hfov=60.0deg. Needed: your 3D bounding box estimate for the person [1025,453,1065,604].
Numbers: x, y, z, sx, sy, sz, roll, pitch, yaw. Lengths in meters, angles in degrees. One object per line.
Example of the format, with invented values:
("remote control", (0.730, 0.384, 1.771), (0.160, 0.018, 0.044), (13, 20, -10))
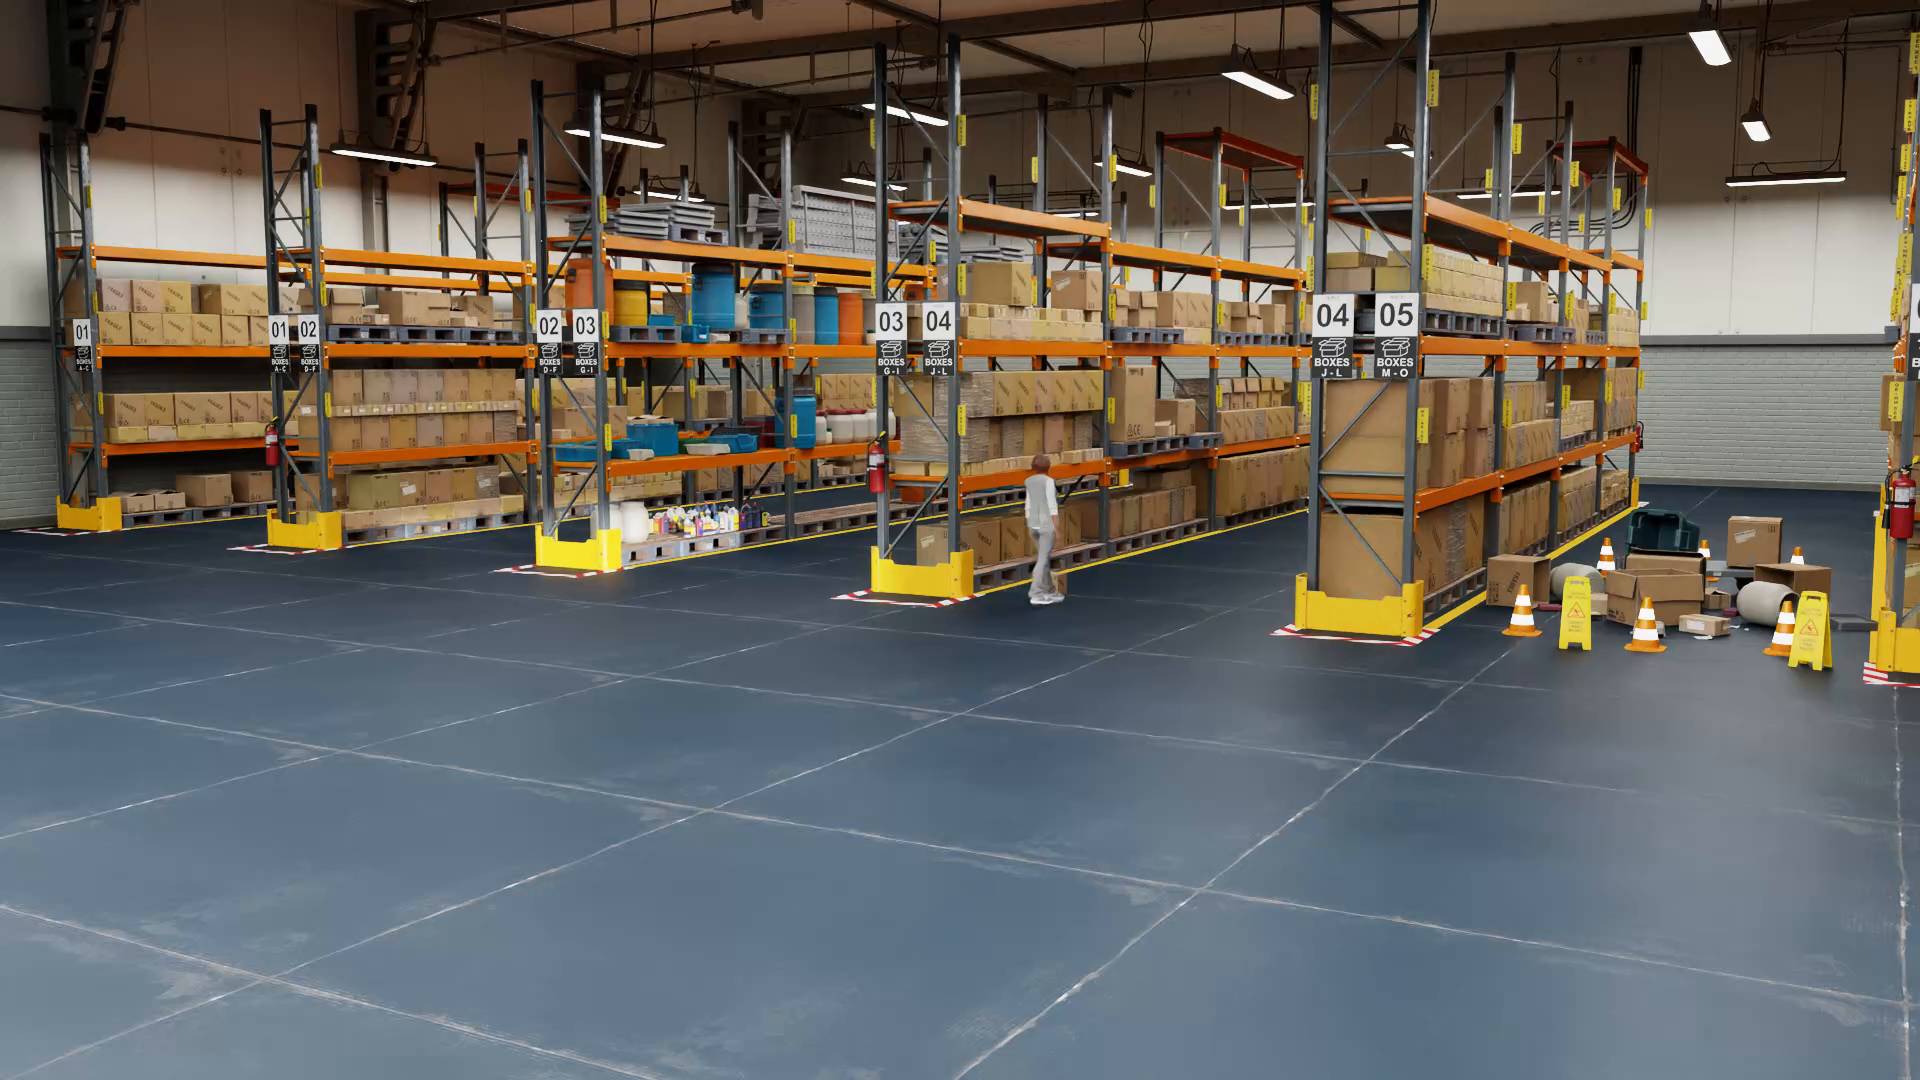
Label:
("person", (0.947, -0.124, 17.644), (0.619, 1.592, 0.449), (-5, 8, -40))
